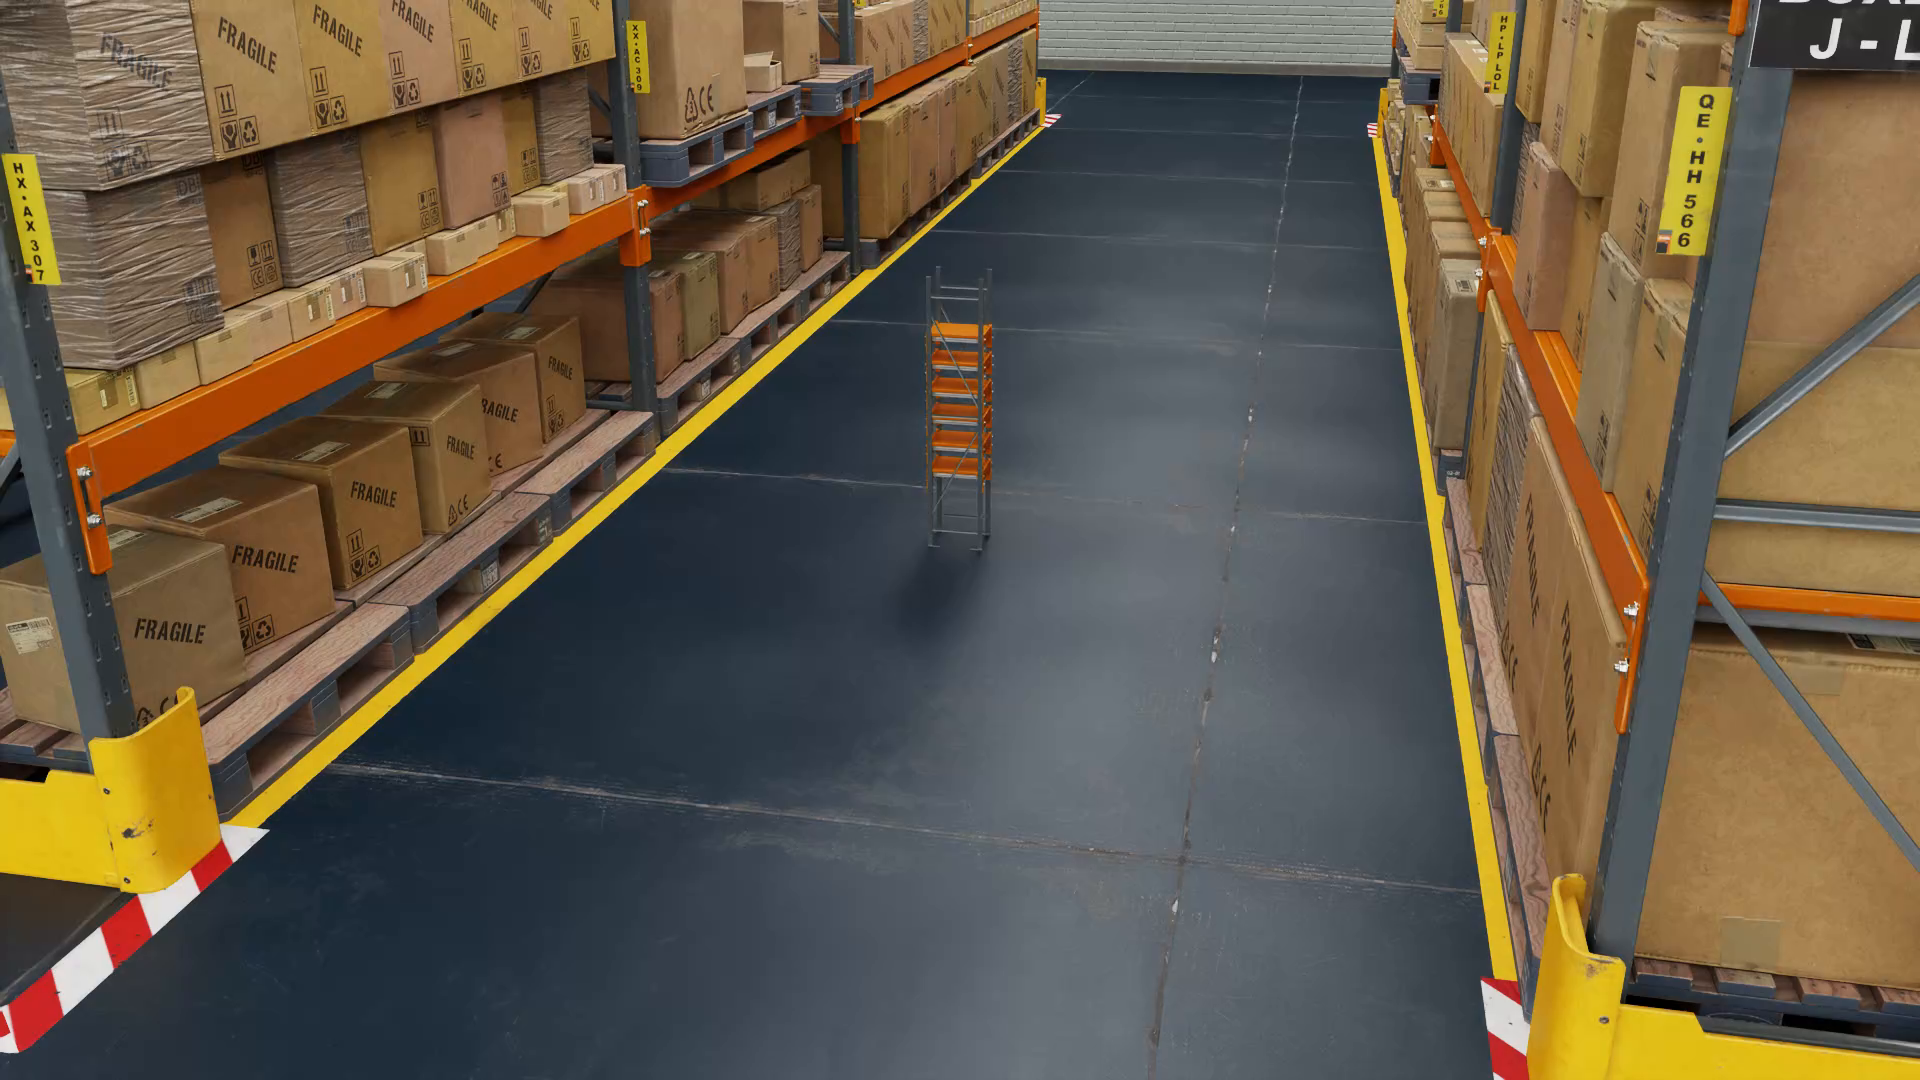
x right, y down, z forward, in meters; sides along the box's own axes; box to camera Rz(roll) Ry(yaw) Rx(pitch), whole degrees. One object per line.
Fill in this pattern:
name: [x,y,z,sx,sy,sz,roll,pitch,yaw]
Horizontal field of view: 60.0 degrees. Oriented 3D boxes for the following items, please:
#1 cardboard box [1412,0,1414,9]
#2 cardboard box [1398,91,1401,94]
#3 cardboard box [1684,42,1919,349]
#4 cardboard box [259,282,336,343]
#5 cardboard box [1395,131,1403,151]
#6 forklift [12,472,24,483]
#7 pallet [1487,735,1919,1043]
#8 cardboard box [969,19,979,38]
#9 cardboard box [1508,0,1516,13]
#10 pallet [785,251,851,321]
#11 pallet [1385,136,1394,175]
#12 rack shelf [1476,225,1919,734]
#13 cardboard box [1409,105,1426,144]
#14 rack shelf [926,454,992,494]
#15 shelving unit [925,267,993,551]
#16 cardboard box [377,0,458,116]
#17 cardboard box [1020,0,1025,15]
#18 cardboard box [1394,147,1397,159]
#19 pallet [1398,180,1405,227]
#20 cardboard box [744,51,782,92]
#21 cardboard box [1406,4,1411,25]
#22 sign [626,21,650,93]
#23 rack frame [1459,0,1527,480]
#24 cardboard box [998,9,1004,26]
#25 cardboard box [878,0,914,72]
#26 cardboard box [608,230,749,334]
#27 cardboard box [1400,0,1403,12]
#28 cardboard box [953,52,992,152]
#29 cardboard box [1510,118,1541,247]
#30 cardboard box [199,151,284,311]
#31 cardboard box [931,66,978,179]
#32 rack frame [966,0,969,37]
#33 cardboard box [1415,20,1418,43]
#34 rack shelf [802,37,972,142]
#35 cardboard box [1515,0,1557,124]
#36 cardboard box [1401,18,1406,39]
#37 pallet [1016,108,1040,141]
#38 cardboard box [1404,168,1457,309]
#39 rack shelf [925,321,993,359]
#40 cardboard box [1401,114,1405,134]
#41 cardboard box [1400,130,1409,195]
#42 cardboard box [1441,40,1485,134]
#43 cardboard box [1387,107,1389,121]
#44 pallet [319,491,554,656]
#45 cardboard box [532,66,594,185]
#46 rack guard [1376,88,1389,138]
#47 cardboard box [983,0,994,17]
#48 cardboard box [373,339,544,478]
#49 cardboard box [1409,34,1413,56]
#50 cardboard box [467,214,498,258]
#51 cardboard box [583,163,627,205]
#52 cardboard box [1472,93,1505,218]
cardboard box: [3.467,-3.895,11.988,0.380,0.149,0.250,4,22,11]
cardboard box: [4.645,-4.472,16.900,0.380,0.149,0.250,5,23,13]
cardboard box: [2.084,-0.731,3.508,0.875,0.550,0.550,4,22,11]
cardboard box: [-2.349,-0.777,5.603,0.380,0.149,0.250,4,22,11]
cardboard box: [4.215,-3.666,15.297,0.380,0.149,0.250,3,22,8]
forklift: [-4.878,-1.087,6.128,1.130,2.935,3.031,5,23,13]
pallet: [2.057,0.967,4.670,1.003,0.211,1.213,4,22,11]
cardboard box: [-0.030,-4.798,15.588,0.380,0.149,0.250,5,22,11]
cardboard box: [3.089,-2.556,8.213,0.700,0.500,0.500,5,22,11]
pallet: [-1.393,-1.790,11.514,1.003,0.211,1.213,4,22,11]
pallet: [4.769,-3.819,16.553,1.003,0.211,1.213,4,22,11]
rack shelf: [2.379,-0.426,5.358,1.077,0.370,4.000,4,22,11]
cardboard box: [3.904,-3.355,13.448,0.500,0.250,0.500,5,22,12]
rack shelf: [-0.003,-0.287,7.223,0.258,0.103,0.180,4,22,11]
shelving unit: [-0.003,-0.551,7.116,0.258,1.200,0.189,4,22,11]
cardboard box: [-2.180,-1.820,5.987,0.500,0.500,0.500,4,22,11]
cardboard box: [0.494,-5.744,17.937,0.380,0.149,0.250,5,22,12]
cardboard box: [4.291,-3.649,15.652,0.380,0.149,0.250,4,22,9]
pallet: [4.262,-2.838,14.118,1.003,0.211,1.213,4,22,11]
cardboard box: [-1.308,-2.871,10.084,0.396,0.266,0.258,4,22,9]
cardboard box: [3.572,-3.952,12.526,0.380,0.149,0.250,4,22,10]
sign: [-1.515,-2.269,7.813,0.100,0.325,0.005,4,22,11]
rack frame: [2.787,-1.491,7.040,1.000,3.000,0.127,4,22,11]
cardboard box: [0.234,-5.272,16.765,0.380,0.149,0.250,5,22,12]
cardboard box: [-0.662,-3.949,13.009,0.500,0.500,0.500,4,22,10]
cardboard box: [-1.672,-1.551,9.947,0.700,0.500,0.500,3,22,6]
cardboard box: [3.838,-4.429,13.711,0.380,0.149,0.250,4,22,10]
cardboard box: [-0.203,-4.276,16.238,0.875,0.875,0.875,4,22,11]
cardboard box: [2.723,-1.425,6.675,0.875,0.550,0.550,4,22,11]
cardboard box: [-2.741,-1.018,5.335,0.875,0.500,0.500,4,22,11]
cardboard box: [-0.527,-3.805,15.069,1.225,0.875,0.875,5,22,11]
rack frame: [-0.416,-4.832,15.335,1.000,3.000,0.127,4,22,11]
cardboard box: [3.311,-3.483,11.363,0.380,0.149,0.250,5,23,13]
rack shelf: [-0.824,-3.766,13.653,1.077,0.370,4.000,4,22,11]
cardboard box: [2.678,-1.929,6.482,0.875,0.550,0.550,4,22,11]
cardboard box: [3.679,-4.008,13.064,0.380,0.149,0.250,3,22,9]
pallet: [0.314,-4.703,18.748,1.003,0.211,1.213,4,22,11]
cardboard box: [3.391,-1.889,10.478,1.050,0.750,0.750,4,22,10]
rack shelf: [-0.003,-0.844,6.998,0.258,0.103,0.180,4,22,11]
cardboard box: [4.250,-3.811,15.260,0.380,0.149,0.250,5,22,12]
cardboard box: [4.009,-3.202,14.072,0.500,0.500,0.500,5,23,13]
cardboard box: [3.146,-2.670,9.835,0.500,0.500,0.500,4,22,10]
cardboard box: [4.815,-4.585,17.976,0.380,0.149,0.250,5,22,12]
pallet: [-2.397,0.083,6.864,1.003,0.211,1.213,4,22,11]
cardboard box: [-2.200,-1.930,7.599,0.875,0.500,0.500,4,22,11]
rack guard: [5.220,-4.692,18.335,1.175,0.500,0.348,4,22,11]
cardboard box: [0.043,-5.233,16.135,0.500,0.250,0.500,4,22,11]
cardboard box: [-2.278,-0.588,7.582,0.500,0.500,0.500,12,25,28]
cardboard box: [3.413,-3.523,11.860,0.380,0.149,0.250,4,22,10]
cardboard box: [-2.108,-1.235,6.741,0.380,0.149,0.250,4,22,11]
cardboard box: [-1.804,-1.688,7.867,0.380,0.149,0.250,4,22,11]
cardboard box: [2.632,-1.748,7.546,0.500,0.500,0.500,4,22,11]
